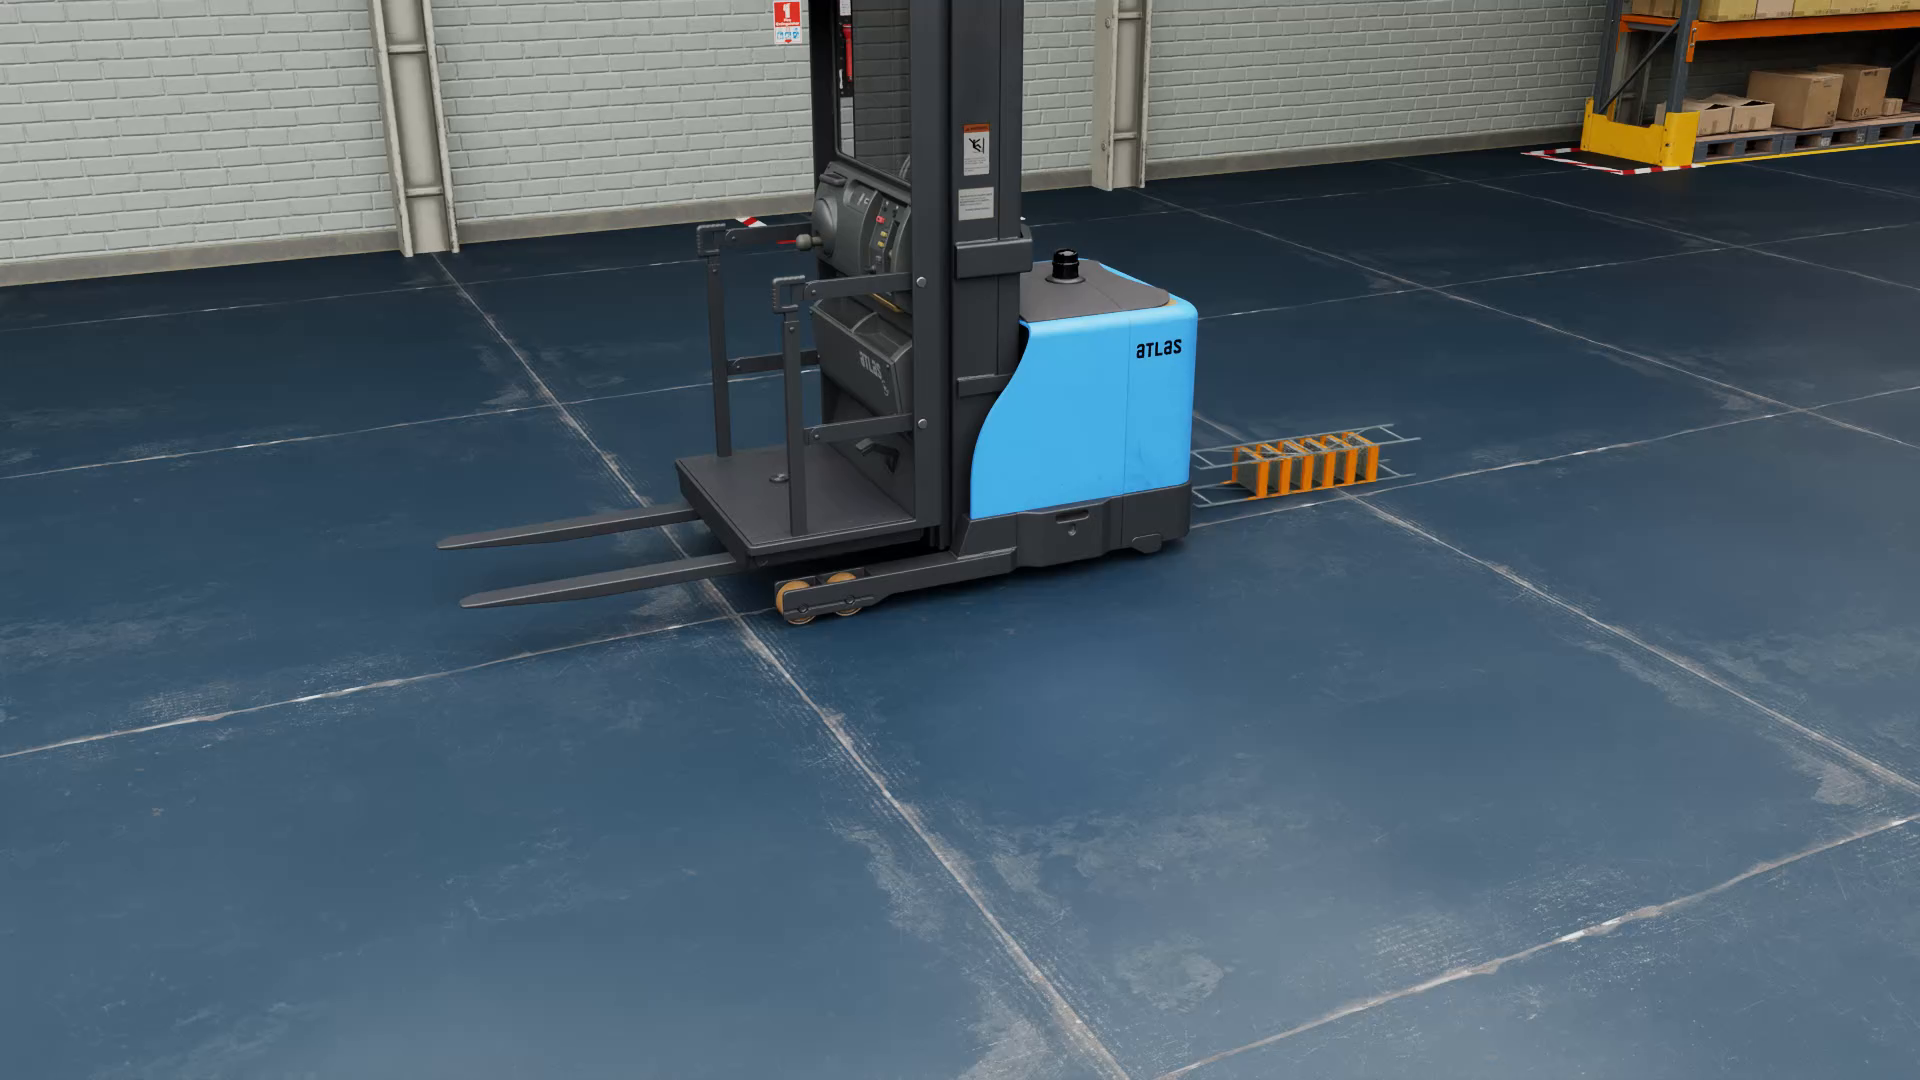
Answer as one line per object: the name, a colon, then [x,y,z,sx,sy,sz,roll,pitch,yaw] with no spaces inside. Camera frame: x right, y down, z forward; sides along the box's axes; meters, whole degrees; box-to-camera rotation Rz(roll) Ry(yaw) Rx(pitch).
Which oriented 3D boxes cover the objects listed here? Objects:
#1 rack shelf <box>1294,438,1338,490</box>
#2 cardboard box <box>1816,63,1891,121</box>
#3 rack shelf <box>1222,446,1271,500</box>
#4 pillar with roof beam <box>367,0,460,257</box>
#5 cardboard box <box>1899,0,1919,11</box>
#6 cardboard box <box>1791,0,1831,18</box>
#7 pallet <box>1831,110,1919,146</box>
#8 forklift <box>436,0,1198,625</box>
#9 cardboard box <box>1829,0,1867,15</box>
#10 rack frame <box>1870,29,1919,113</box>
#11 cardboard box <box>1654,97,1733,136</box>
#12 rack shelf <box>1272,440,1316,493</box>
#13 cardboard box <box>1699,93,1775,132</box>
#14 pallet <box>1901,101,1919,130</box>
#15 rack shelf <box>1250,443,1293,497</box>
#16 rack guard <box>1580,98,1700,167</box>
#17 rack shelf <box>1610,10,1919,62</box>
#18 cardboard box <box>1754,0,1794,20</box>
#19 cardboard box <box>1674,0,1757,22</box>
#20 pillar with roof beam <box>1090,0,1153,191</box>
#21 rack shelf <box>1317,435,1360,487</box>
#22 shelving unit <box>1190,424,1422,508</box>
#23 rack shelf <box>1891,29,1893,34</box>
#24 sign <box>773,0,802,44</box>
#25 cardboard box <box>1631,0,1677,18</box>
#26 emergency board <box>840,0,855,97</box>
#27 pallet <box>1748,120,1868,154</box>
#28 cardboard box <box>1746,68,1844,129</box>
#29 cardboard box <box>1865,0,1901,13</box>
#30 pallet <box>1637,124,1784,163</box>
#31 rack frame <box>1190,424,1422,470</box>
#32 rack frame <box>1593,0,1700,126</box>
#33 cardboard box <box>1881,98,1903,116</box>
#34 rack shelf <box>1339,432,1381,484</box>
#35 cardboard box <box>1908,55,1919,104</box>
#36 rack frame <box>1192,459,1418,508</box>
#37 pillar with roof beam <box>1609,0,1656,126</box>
rack shelf: [1.669,-0.367,7.882,0.103,0.180,0.258,-8,24,-20]
cardboard box: [9.250,-4.669,17.299,0.500,0.500,0.500,-12,26,-28]
rack shelf: [1.335,-0.318,7.758,0.103,0.180,0.258,-8,24,-20]
pillar with roof beam: [-2.127,-4.855,7.212,0.400,9.000,9.100,-10,25,-24]
cardboard box: [9.420,-5.483,16.745,0.500,0.250,0.500,-10,25,-23]
cardboard box: [8.064,-5.228,16.127,0.500,0.250,0.500,-11,25,-24]
pallet: [9.578,-4.394,17.590,1.213,0.211,1.003,-10,25,-24]
forklift: [-0.576,-1.256,6.452,3.031,2.935,1.130,-10,24,-22]
cardboard box: [8.520,-5.311,16.328,0.500,0.250,0.500,-10,25,-23]
rack frame: [10.168,-5.806,17.355,0.127,3.000,1.000,-10,25,-24]
cardboard box: [7.226,-4.187,16.384,0.500,0.311,0.500,-14,26,-30]
rack shelf: [1.558,-0.351,7.841,0.103,0.180,0.258,-8,24,-20]
cardboard box: [7.739,-4.282,16.613,0.500,0.311,0.500,-8,24,-19]
pallet: [10.868,-4.647,18.201,1.213,0.211,1.003,-10,25,-24]
rack shelf: [1.446,-0.334,7.799,0.103,0.180,0.258,-8,24,-20]
rack guard: [6.632,-4.000,16.260,0.348,0.500,1.175,-10,25,-24]
rack shelf: [8.365,-5.142,16.691,4.000,0.370,1.077,-10,25,-24]
cardboard box: [7.602,-5.145,15.928,0.500,0.250,0.500,-11,25,-25]
cardboard box: [7.141,-5.054,15.708,0.500,0.250,0.500,-11,25,-25]
pillar with roof beam: [3.280,-5.850,9.617,0.400,9.000,9.100,-10,25,-24]
rack shelf: [1.780,-0.384,7.923,0.103,0.180,0.258,-8,24,-20]
shelving unit: [1.599,-0.357,7.856,1.200,0.189,0.258,-8,24,-20]
rack shelf: [11.970,-5.806,18.294,4.000,0.370,1.077,-10,25,-24]
sign: [-1.374,-4.125,13.247,0.234,0.329,0.001,-10,25,-24]
cardboard box: [6.900,-5.227,16.125,0.500,0.250,0.500,-10,25,-23]
emergency board: [-0.831,-4.165,13.390,0.643,1.169,0.194,-10,25,-24]
pallet: [8.477,-4.190,17.097,1.213,0.211,1.003,-10,25,-24]
cardboard box: [8.422,-4.474,16.829,0.500,0.500,0.700,-12,25,-27]
cardboard box: [8.973,-5.395,16.530,0.500,0.250,0.500,-11,25,-24]
pallet: [7.379,-3.989,16.612,1.213,0.211,1.003,-10,25,-24]
rack frame: [1.599,-0.442,7.821,1.200,0.006,0.240,-8,24,-20]
rack frame: [6.563,-5.143,15.752,0.127,3.000,1.000,-10,25,-24]
cardboard box: [9.698,-4.601,17.573,0.250,0.166,0.380,-14,26,-30]
rack shelf: [1.892,-0.400,7.965,0.103,0.180,0.258,-8,24,-20]
cardboard box: [10.824,-4.982,18.058,0.500,0.500,0.700,-10,24,-22]
rack frame: [1.598,-0.272,7.891,1.200,0.006,0.240,-8,24,-20]
pillar with roof beam: [8.686,-6.845,12.021,0.400,9.000,9.100,-10,25,-24]
